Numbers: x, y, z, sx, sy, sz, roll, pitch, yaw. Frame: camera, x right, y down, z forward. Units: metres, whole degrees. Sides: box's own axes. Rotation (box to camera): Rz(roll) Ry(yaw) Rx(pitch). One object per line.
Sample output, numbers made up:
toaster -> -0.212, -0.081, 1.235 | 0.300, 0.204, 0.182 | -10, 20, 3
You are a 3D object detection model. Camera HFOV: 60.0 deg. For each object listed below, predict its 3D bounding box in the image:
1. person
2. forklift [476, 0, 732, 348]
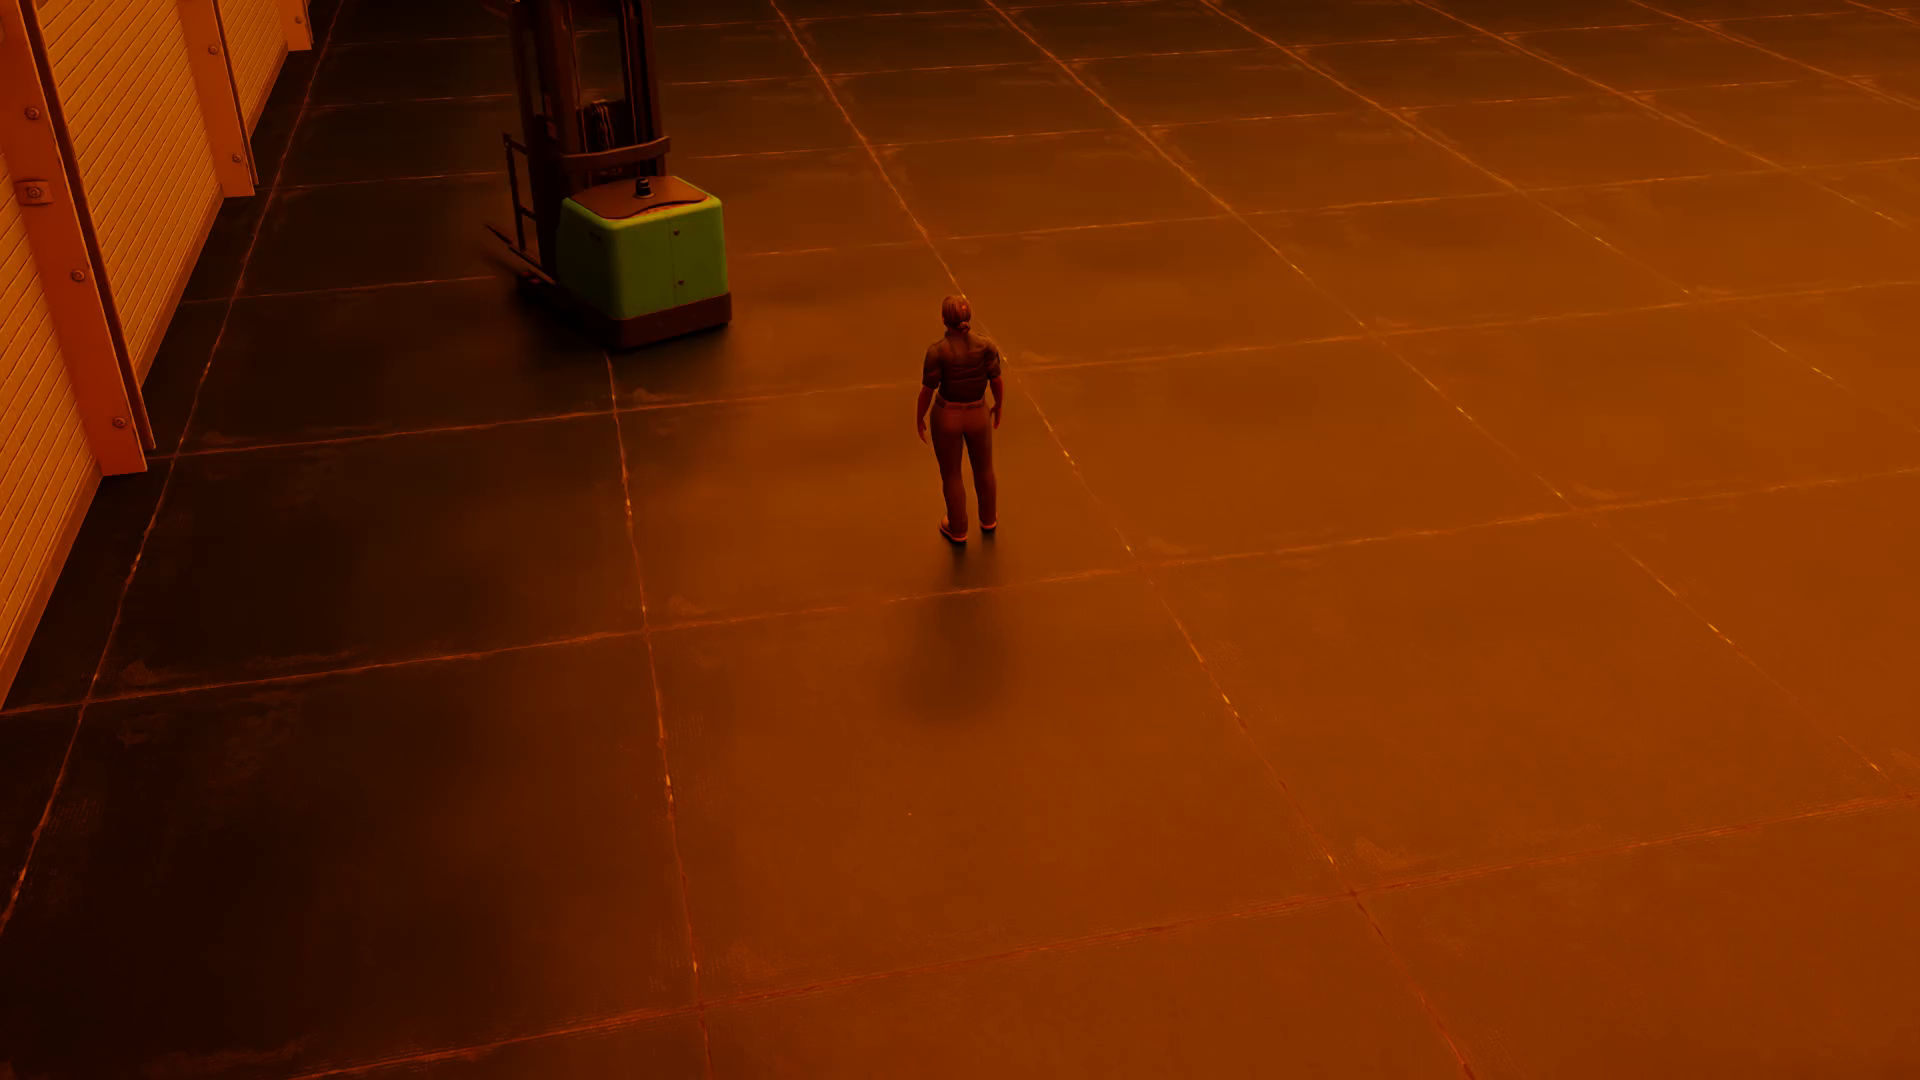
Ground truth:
person -> -0.001, -0.767, 10.160 | 0.569, 1.654, 0.504 | -7, 31, -12
forklift -> -3.123, -3.439, 13.514 | 1.130, 2.935, 3.031 | -20, 36, -31
